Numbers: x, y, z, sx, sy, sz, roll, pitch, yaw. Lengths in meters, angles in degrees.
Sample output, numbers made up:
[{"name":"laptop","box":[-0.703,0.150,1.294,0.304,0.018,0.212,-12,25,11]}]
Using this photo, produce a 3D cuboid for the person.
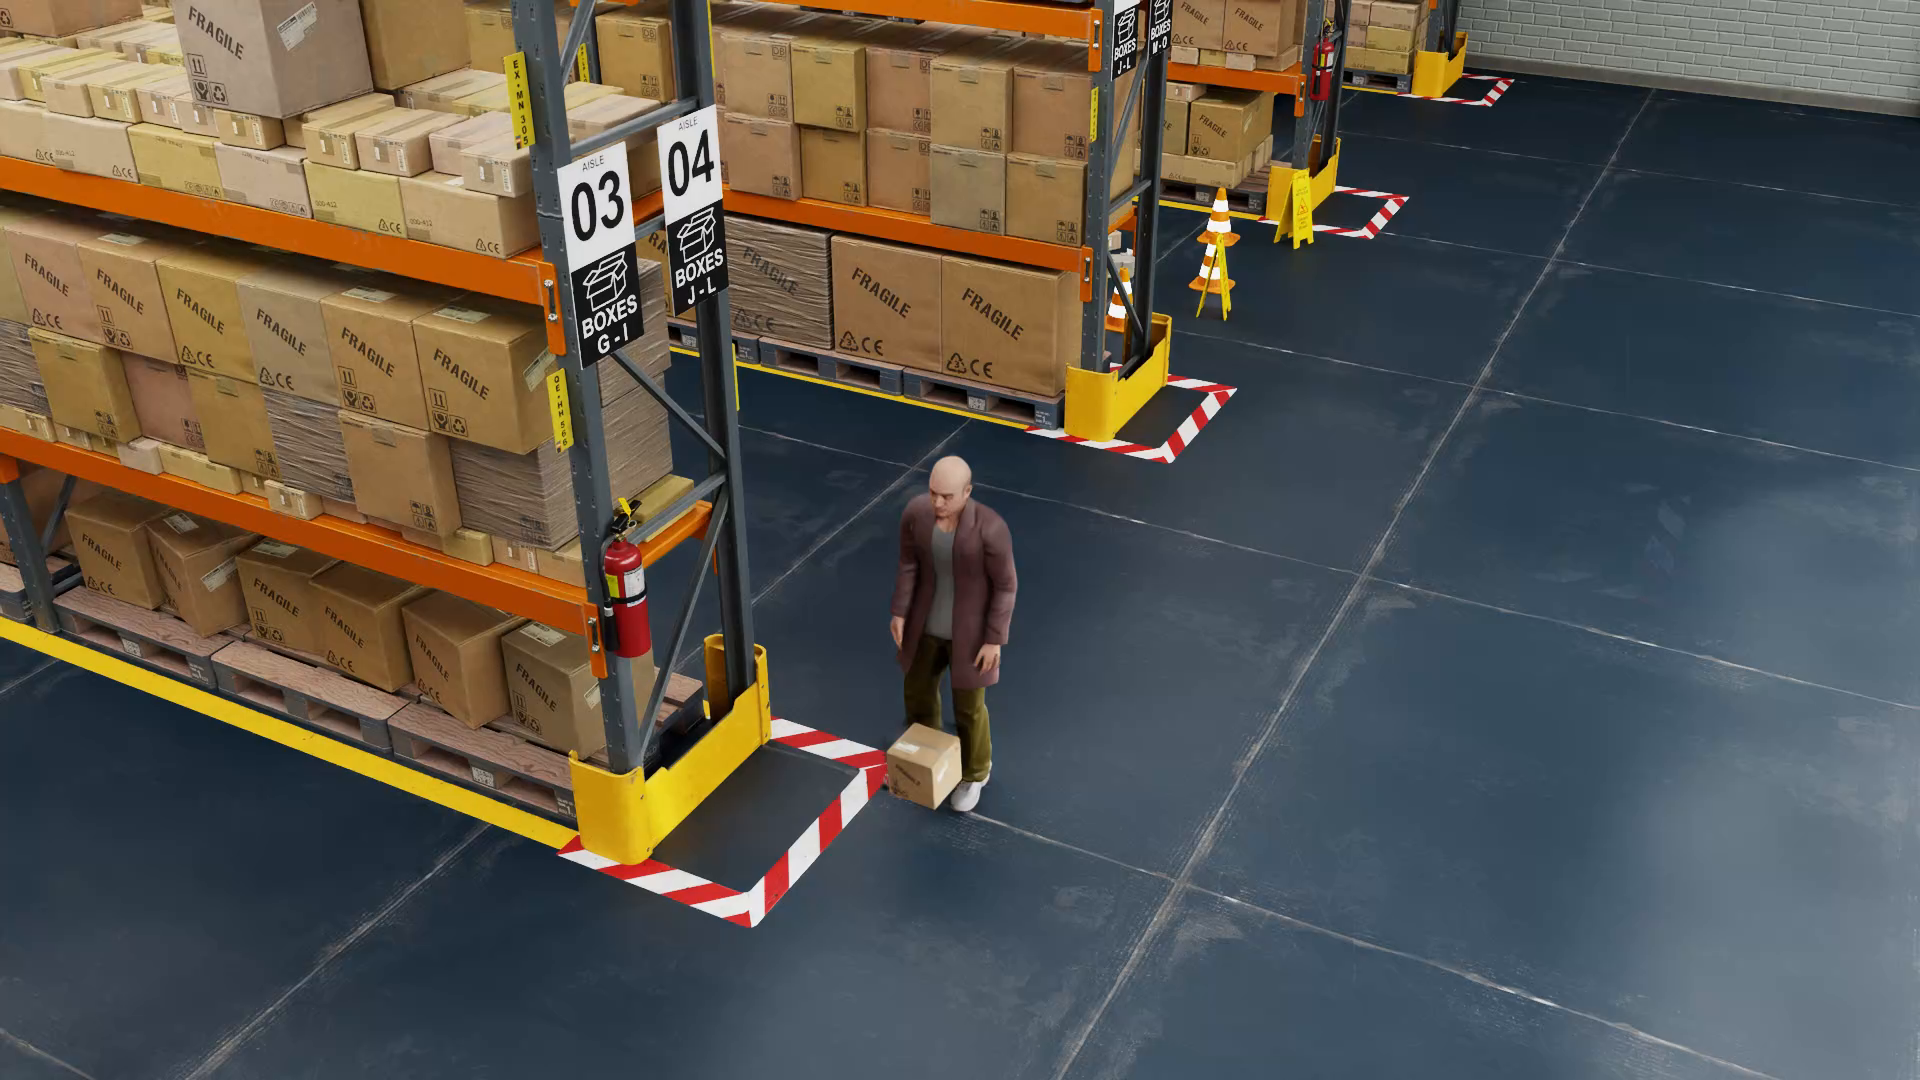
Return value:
[{"name":"person","box":[-0.036,0.406,7.601,0.644,1.772,0.429,15,33,25]}]
